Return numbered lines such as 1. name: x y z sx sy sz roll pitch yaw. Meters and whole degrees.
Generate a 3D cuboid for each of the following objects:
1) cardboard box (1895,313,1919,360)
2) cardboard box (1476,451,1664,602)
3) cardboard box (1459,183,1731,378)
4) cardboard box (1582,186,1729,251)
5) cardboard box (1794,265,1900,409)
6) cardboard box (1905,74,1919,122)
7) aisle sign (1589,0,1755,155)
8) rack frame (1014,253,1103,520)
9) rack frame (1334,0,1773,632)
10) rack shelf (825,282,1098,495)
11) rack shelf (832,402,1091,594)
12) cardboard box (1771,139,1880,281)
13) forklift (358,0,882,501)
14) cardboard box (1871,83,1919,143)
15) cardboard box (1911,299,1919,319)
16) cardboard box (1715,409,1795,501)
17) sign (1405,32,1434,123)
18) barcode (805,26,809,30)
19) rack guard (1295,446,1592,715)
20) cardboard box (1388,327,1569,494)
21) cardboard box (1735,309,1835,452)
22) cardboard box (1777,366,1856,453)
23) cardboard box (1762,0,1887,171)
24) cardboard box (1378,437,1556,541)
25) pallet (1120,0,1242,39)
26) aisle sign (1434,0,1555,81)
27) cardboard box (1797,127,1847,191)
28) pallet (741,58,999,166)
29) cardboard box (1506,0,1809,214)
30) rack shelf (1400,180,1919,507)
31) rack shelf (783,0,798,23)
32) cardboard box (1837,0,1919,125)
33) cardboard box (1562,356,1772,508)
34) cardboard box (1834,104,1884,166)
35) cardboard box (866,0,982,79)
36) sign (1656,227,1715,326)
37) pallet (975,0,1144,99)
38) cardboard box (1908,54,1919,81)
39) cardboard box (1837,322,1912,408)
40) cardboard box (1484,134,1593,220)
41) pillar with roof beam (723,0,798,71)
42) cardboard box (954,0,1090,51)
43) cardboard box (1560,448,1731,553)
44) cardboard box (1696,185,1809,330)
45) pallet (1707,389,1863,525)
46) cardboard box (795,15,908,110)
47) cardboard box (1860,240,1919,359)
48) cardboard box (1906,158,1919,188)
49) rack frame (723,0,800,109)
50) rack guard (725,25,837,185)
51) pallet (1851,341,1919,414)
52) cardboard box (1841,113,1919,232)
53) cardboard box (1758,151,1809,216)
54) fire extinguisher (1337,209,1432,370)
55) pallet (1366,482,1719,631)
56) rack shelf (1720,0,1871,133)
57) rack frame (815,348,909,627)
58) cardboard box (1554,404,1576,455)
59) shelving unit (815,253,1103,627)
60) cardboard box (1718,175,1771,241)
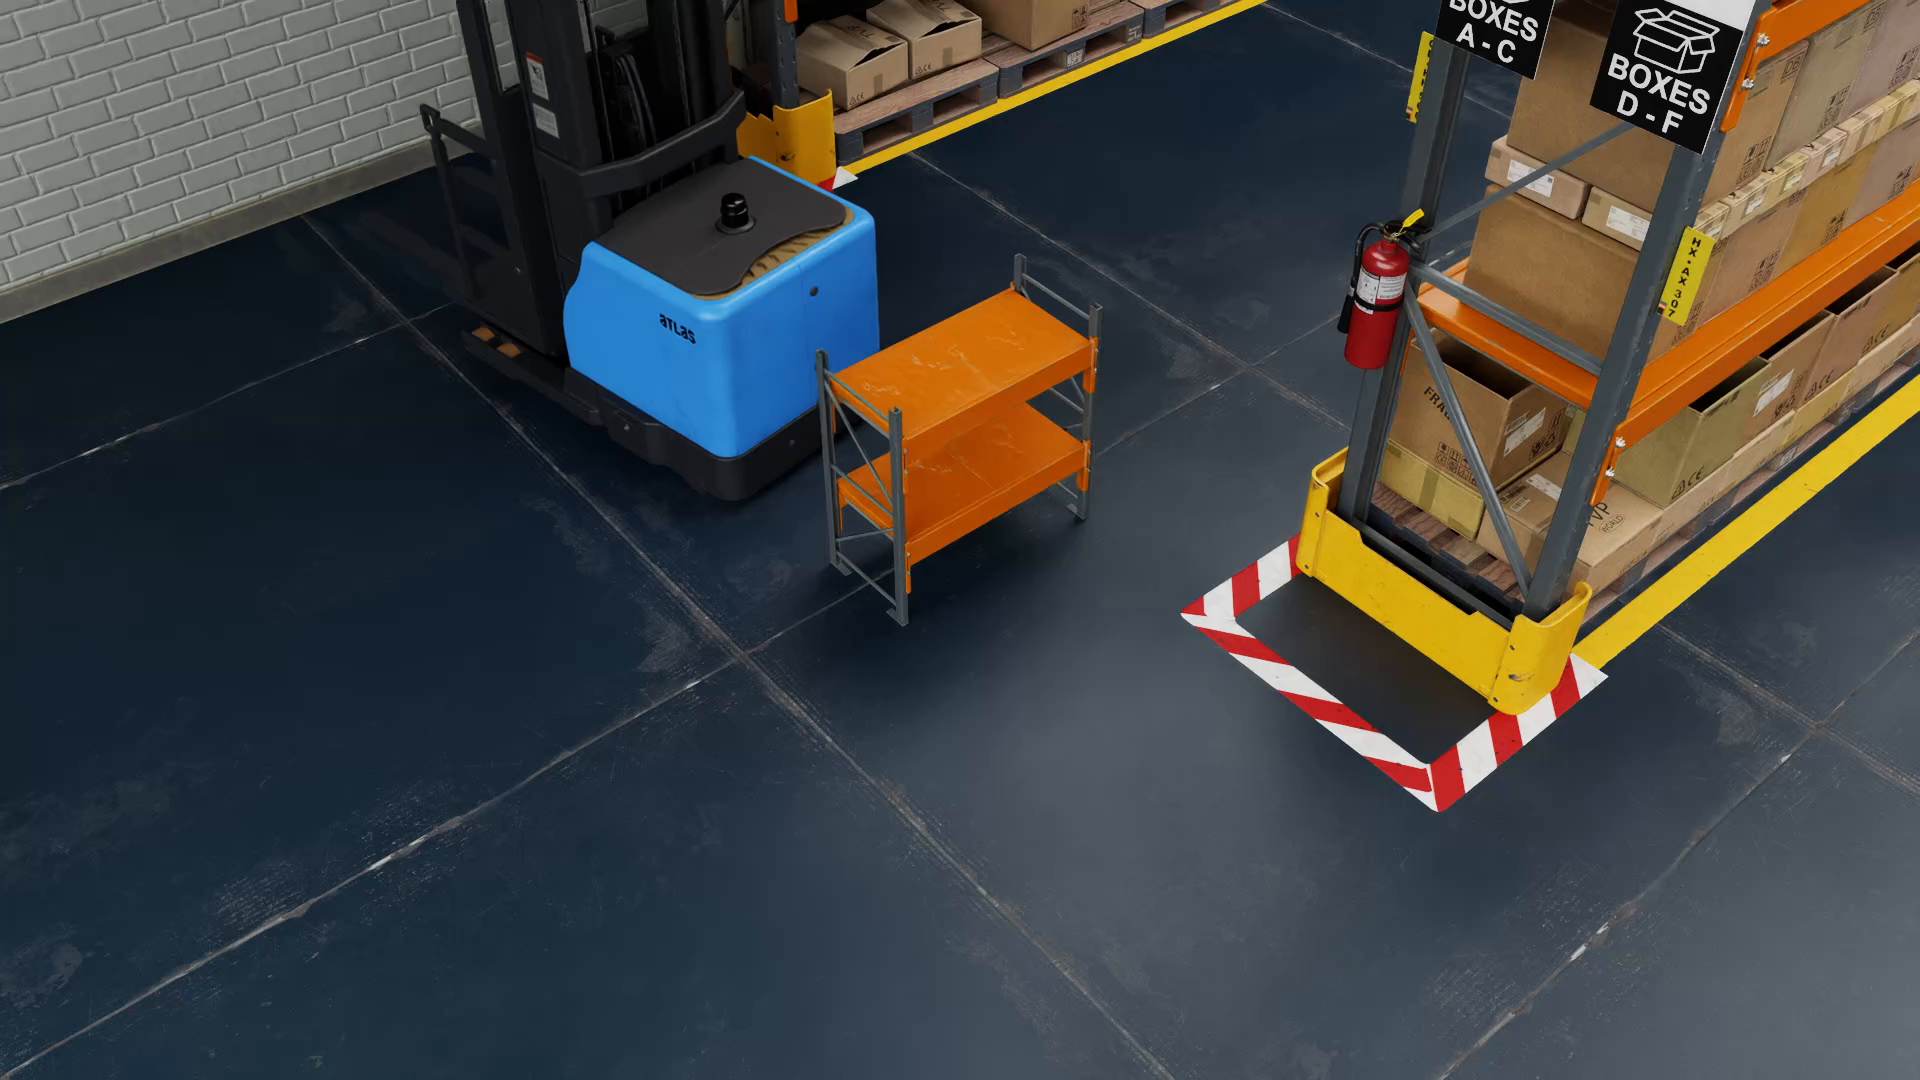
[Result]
1. cardboard box: 4.402 -1.155 7.991 0.500 0.250 0.500 -30 51 -28
2. cardboard box: 2.493 -0.050 6.814 0.500 0.250 0.500 -30 51 -28
3. cardboard box: 2.306 -1.015 6.067 0.500 0.500 0.700 -30 51 -28
4. cardboard box: 2.378 -1.113 5.697 0.250 0.149 0.380 -30 51 -28
5. cardboard box: 3.646 -0.981 7.257 0.500 0.500 0.500 -30 51 -28
6. cardboard box: 3.558 -1.787 6.415 0.250 0.149 0.380 -29 51 -28
7. aisle sign: 2.085 -1.538 4.798 0.004 0.787 0.394 -30 51 -28
8. rack frame: 0.395 -0.636 7.106 0.032 1.125 0.500 -30 51 -28
9. rack frame: 1.939 -0.780 5.890 0.127 3.000 1.000 -30 51 -28
10. rack shelf: 0.005 -0.626 6.668 1.000 0.278 0.538 -30 51 -28
11. rack shelf: 0.005 -0.235 7.035 1.000 0.278 0.538 -30 51 -28
12. cardboard box: 3.090 -1.463 6.544 0.500 0.500 0.700 -29 51 -28
13. forklift: -1.799 -2.106 7.351 3.031 2.935 1.130 31 51 28
14. cardboard box: 3.365 -1.679 6.300 0.250 0.149 0.380 -30 51 -28
15. cardboard box: 4.401 -1.430 7.735 0.500 0.500 0.500 -30 51 -28
16. cardboard box: 3.258 -0.491 7.283 0.500 0.250 0.500 -30 51 -28
17. sign: 1.602 -1.580 5.722 0.005 0.325 0.100 -30 51 -28
18. barcode: -0.896 -3.038 9.930 0.075 0.075 0.001 -30 51 -28
19. rack guard: 1.921 0.141 6.734 0.348 0.500 1.175 -30 51 -28
20. cardboard box: 2.160 -0.596 6.848 0.500 0.500 0.500 -30 51 -28
21. cardboard box: 3.251 -0.770 7.033 0.500 0.500 0.500 -30 51 -28
22. cardboard box: 3.645 -0.708 7.514 0.500 0.250 0.500 -30 51 -28
23. cardboard box: 2.746 -1.745 5.897 0.500 0.500 0.700 -31 51 -29
24. cardboard box: 2.161 -0.322 7.103 0.500 0.250 0.500 -30 51 -28
25. pallet: 1.334 -3.807 11.149 1.213 0.211 1.003 -30 51 -28
26. aisle sign: 1.701 -1.853 5.133 0.004 0.787 0.394 -30 51 -28
27. cardboard box: 2.966 -1.449 6.054 0.250 0.149 0.380 -31 51 -28
28. pallet: -0.538 -2.735 10.008 1.213 0.211 1.003 -30 51 -28
29. cardboard box: 2.346 -1.511 5.648 0.500 0.500 0.700 -30 51 -28
30. rack shelf: 3.473 -1.397 7.072 4.000 0.370 1.077 -30 51 -28
31. rack shelf: 0.292 -3.996 9.840 4.000 0.370 1.077 -30 51 -28
32. cardboard box: 3.132 -1.967 6.133 0.500 0.500 0.700 -30 51 -28
33. cardboard box: 2.876 -0.544 6.792 0.500 0.500 0.500 -30 51 -28
34. cardboard box: 3.169 -1.567 6.180 0.250 0.149 0.380 -32 52 -29
35. cardboard box: -0.216 -3.067 9.968 0.500 0.311 0.500 -26 49 -25
36. sign: 2.291 -0.831 5.253 0.005 0.325 0.100 -30 51 -28
37. pallet: 0.398 -3.268 10.576 1.213 0.211 1.003 -30 51 -28
38. cardboard box: 3.516 -2.187 6.367 0.500 0.500 0.700 -30 51 -28
39. cardboard box: 4.028 -0.928 7.749 0.500 0.250 0.500 -30 51 -28
40. cardboard box: 2.110 -1.321 5.919 0.250 0.149 0.380 -31 51 -28
41. pillar with roof beam: 1.502 -4.068 5.008 0.400 9.000 9.100 -30 51 -28
42. cardboard box: 0.379 -3.432 10.218 0.500 0.500 0.700 -33 52 -30
43. cardboard box: 2.875 -0.272 7.050 0.500 0.250 0.500 -30 51 -28
44. cardboard box: 2.705 -1.248 6.315 0.500 0.500 0.700 -28 50 -27
45. pallet: 3.434 -0.655 7.793 1.213 0.211 1.003 -30 51 -28
46. cardboard box: -0.653 -2.817 9.701 0.500 0.311 0.500 33 52 30
47. cardboard box: 4.020 -1.208 7.499 0.500 0.500 0.500 -30 51 -28
48. cardboard box: 3.883 -1.922 7.033 0.500 0.500 0.700 -29 50 -27
49. rack frame: -1.242 -3.380 8.658 0.127 3.000 1.000 -30 51 -28
50. rack guard: -1.184 -2.502 9.549 0.348 0.500 1.175 -30 51 -28
51. pallet: 4.371 -1.194 8.367 1.213 0.211 1.003 -30 51 -28
52. cardboard box: 3.491 -1.697 6.792 0.500 0.500 0.700 -28 50 -27
53. cardboard box: 2.771 -1.339 5.938 0.250 0.149 0.380 -30 51 -28
54. fire extinguisher: 1.551 -0.944 6.121 0.183 0.674 0.296 -30 51 -28
55. pallet: 2.499 -0.122 7.226 1.213 0.211 1.003 -30 51 -28
56. rack shelf: 3.473 -2.490 6.045 4.000 0.370 1.077 -30 51 -28
57. rack frame: -0.385 -0.190 6.630 0.032 1.125 0.500 -30 51 -28
58. cardboard box: 2.537 -0.548 7.344 0.500 0.250 0.500 -30 51 -28
59. shelving unit: 0.005 -0.413 6.868 1.048 1.125 0.538 -30 51 -28
60. cardboard box: 2.579 -1.230 5.822 0.250 0.149 0.380 -31 51 -29
